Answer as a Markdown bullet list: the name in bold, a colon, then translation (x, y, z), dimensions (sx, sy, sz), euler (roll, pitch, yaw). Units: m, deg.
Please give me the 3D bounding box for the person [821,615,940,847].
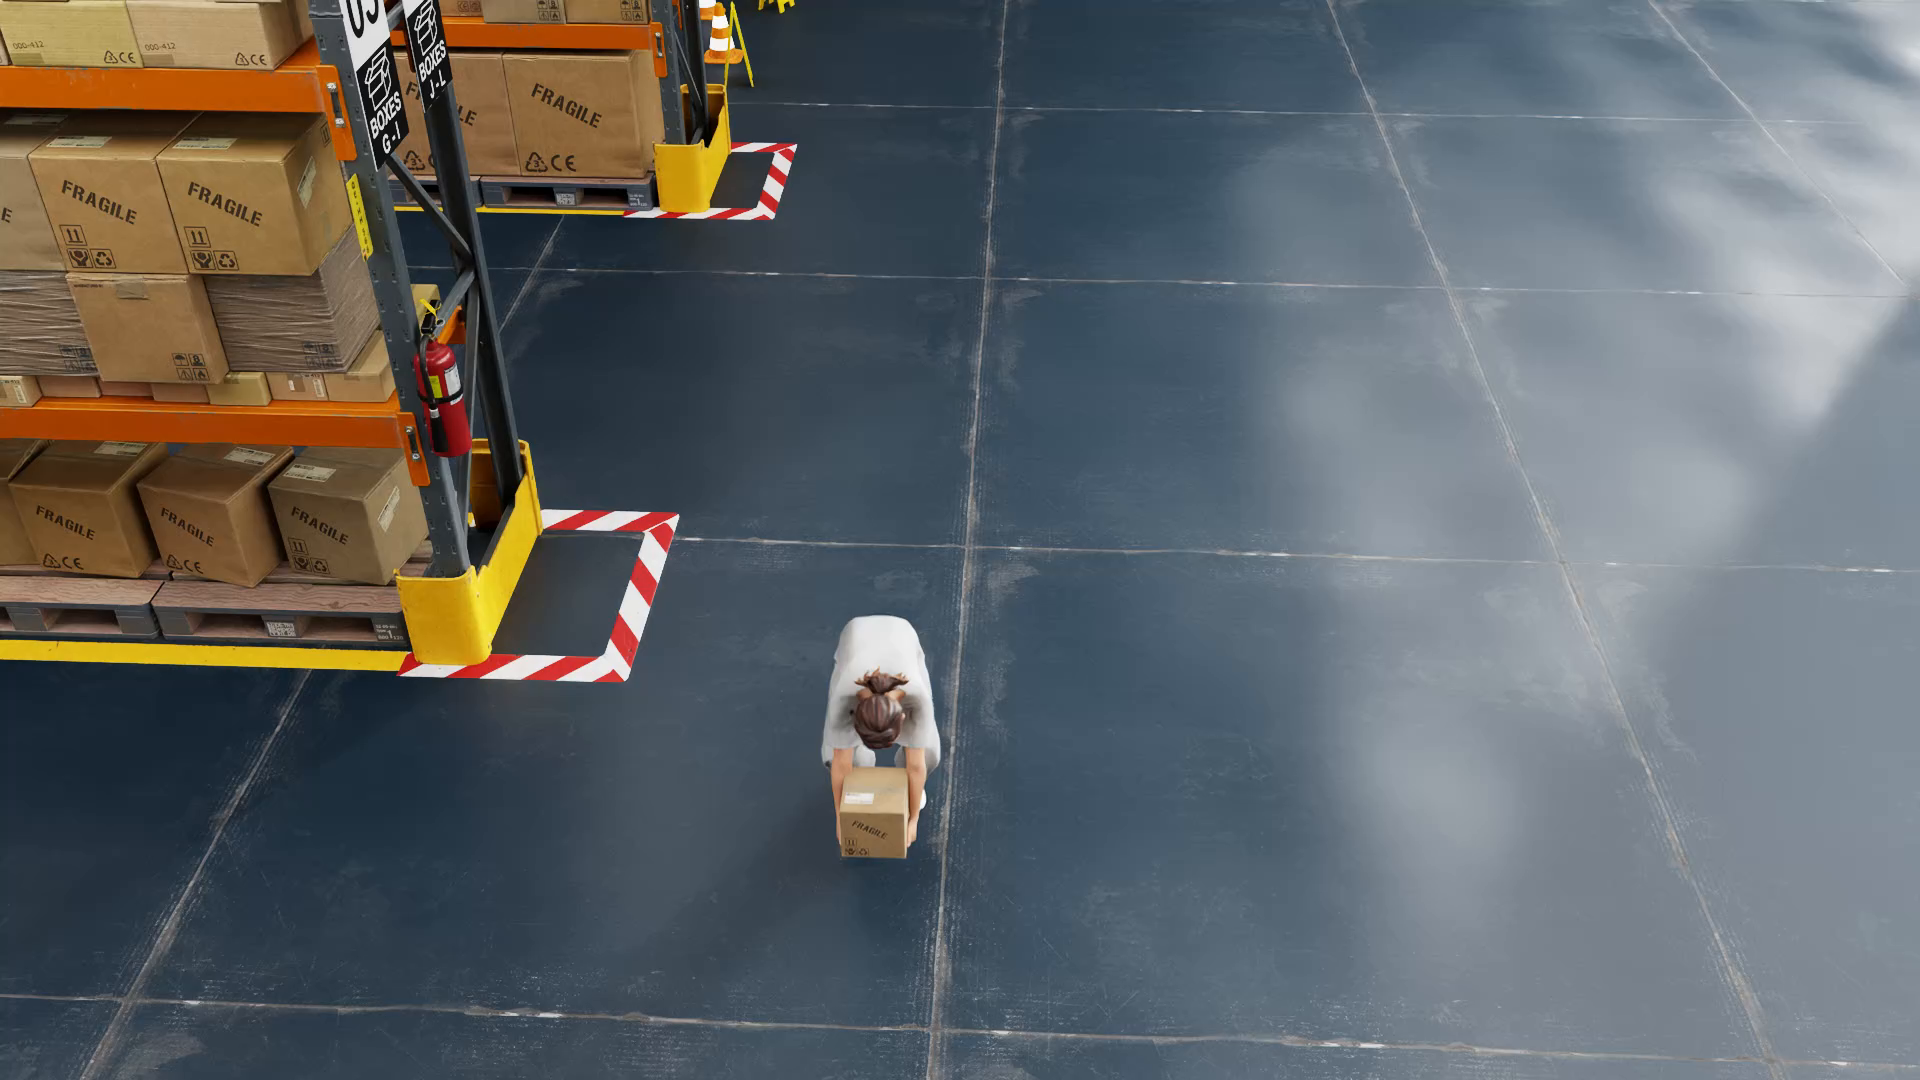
- **person**: translation (-0.330, 0.767, 6.669), dimensions (0.454, 0.956, 0.857), euler (0, 36, 0)
